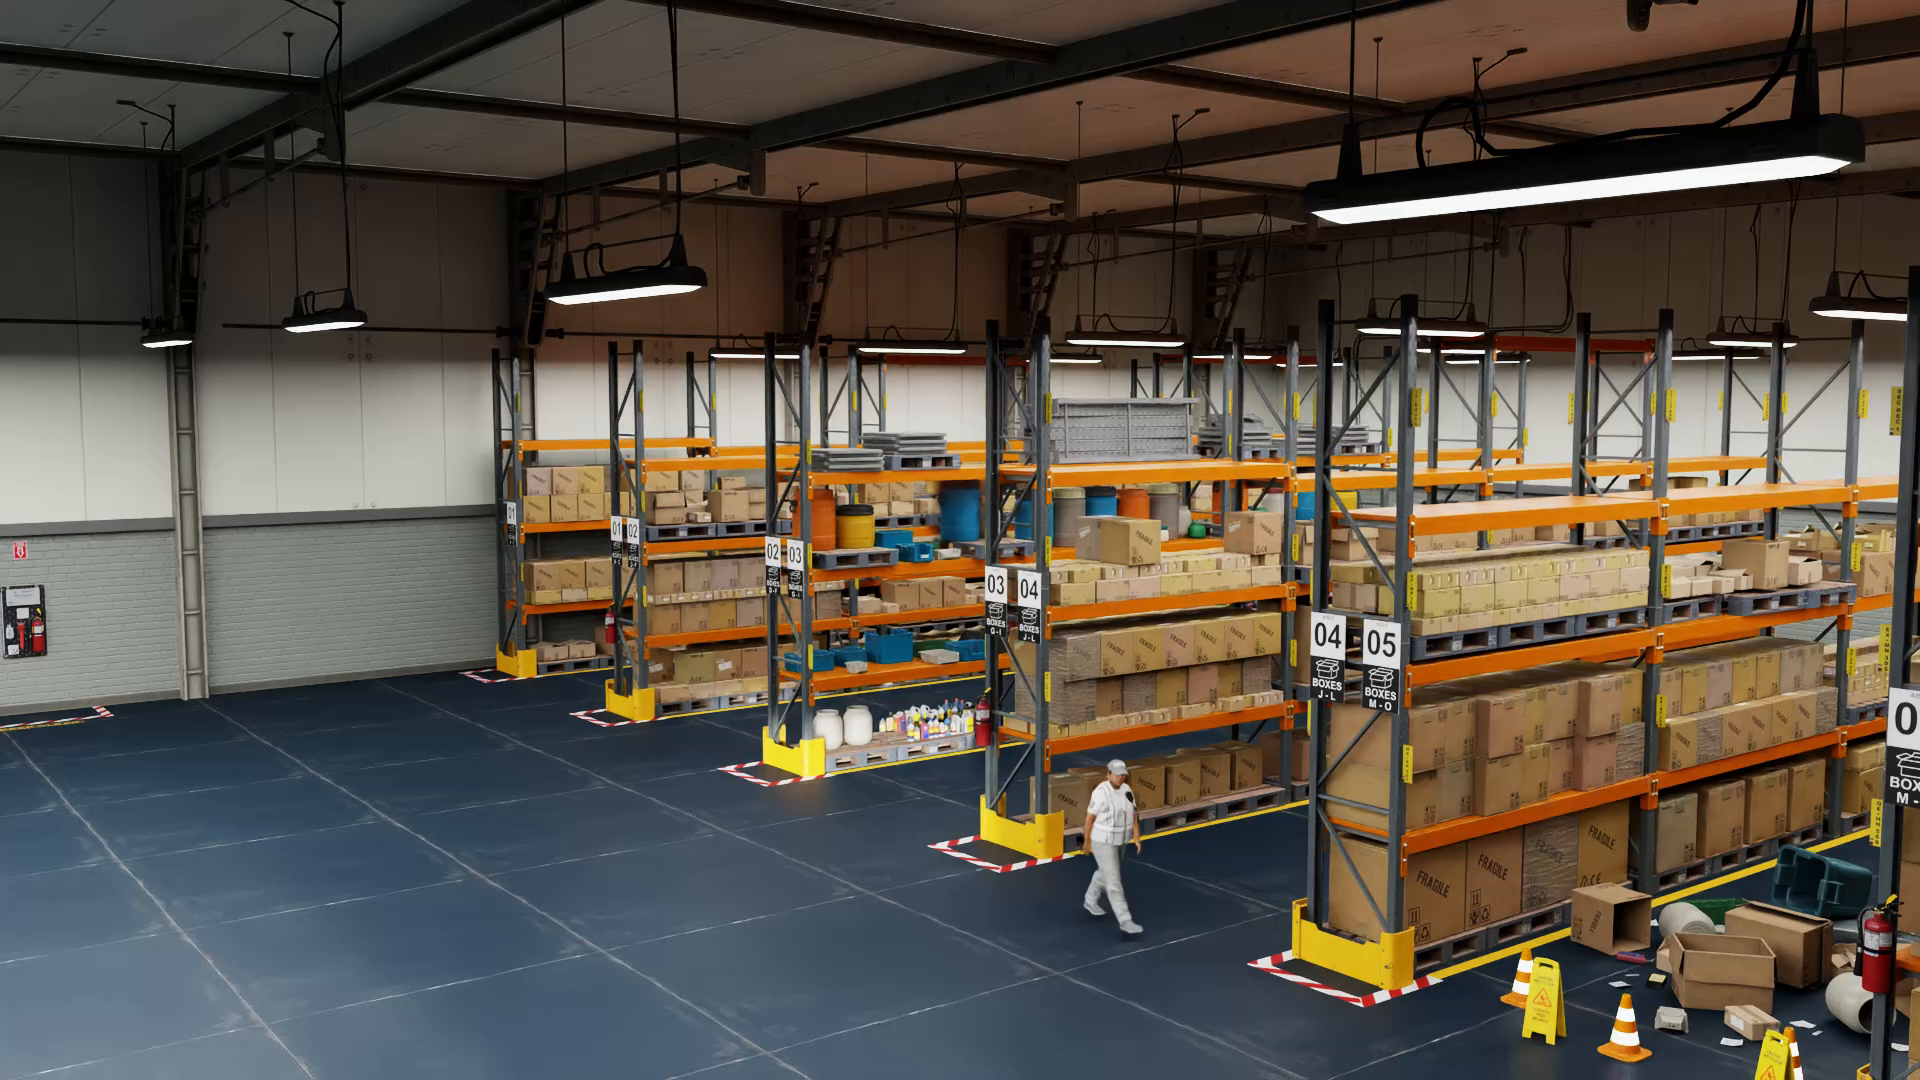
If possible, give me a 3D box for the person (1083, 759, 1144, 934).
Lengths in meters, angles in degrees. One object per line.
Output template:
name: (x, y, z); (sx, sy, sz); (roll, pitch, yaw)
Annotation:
person: (1.522, 2.926, 16.140); (0.497, 1.603, 1.003); (-5, 7, -42)
